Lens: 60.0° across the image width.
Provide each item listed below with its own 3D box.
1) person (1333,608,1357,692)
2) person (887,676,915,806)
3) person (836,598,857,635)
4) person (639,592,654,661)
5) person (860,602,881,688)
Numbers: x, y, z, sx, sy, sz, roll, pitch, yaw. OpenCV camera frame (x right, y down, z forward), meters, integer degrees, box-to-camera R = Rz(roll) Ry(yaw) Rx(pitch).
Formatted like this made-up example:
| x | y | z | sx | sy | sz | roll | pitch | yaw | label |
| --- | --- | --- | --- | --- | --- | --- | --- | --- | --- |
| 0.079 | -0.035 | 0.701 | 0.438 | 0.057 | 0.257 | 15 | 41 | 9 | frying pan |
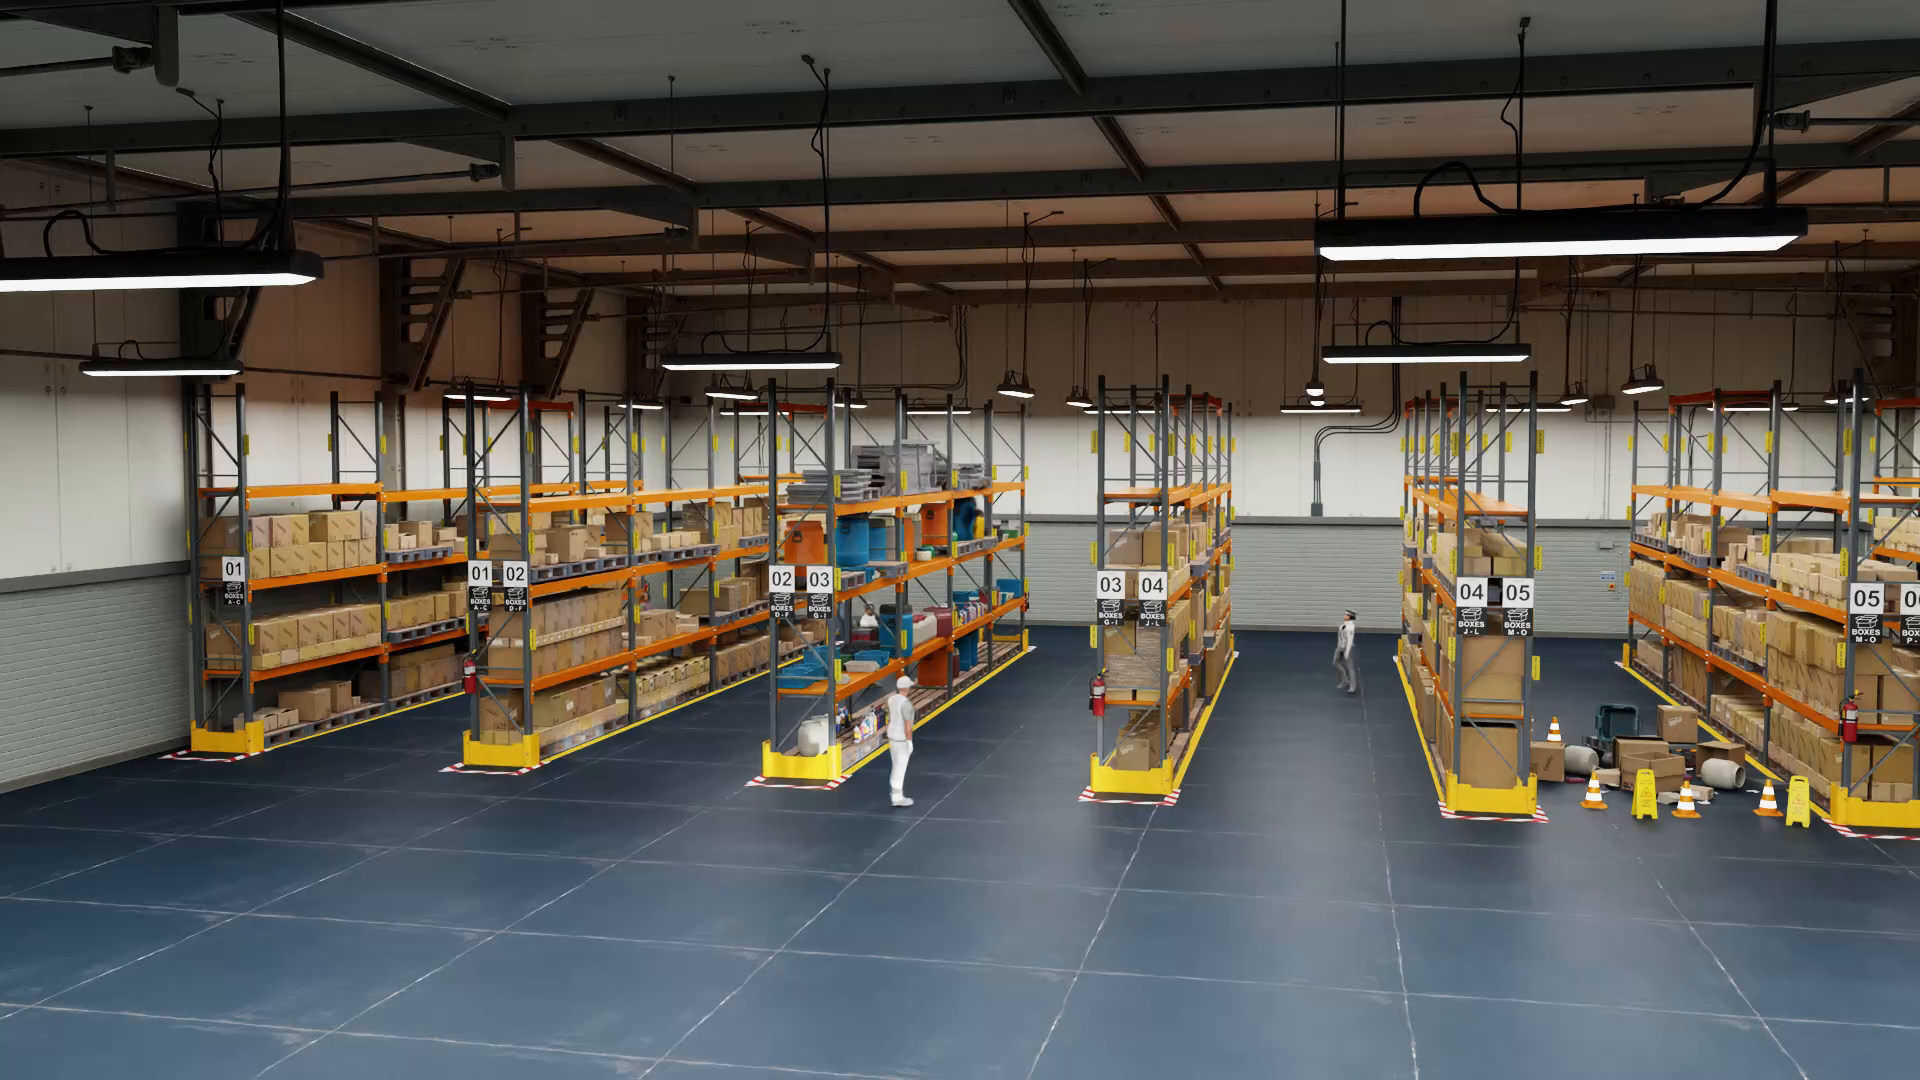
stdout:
| x | y | z | sx | sy | sz | roll | pitch | yaw | label |
| --- | --- | --- | --- | --- | --- | --- | --- | --- | --- |
| 7.853 | 2.223 | 33.801 | 0.396 | 1.692 | 0.614 | -1 | 3 | -16 | person |
| -0.796 | 2.782 | 23.049 | 0.386 | 1.796 | 0.552 | -2 | 4 | -27 | person |
| -3.080 | 1.612 | 43.669 | 0.693 | 1.756 | 0.545 | -2 | 4 | -36 | person |
| -7.239 | 2.014 | 38.470 | 0.310 | 1.631 | 0.462 | 0 | 3 | 7 | person |
| -1.846 | 2.146 | 34.195 | 0.404 | 1.777 | 0.573 | 2 | 4 | 27 | person |
